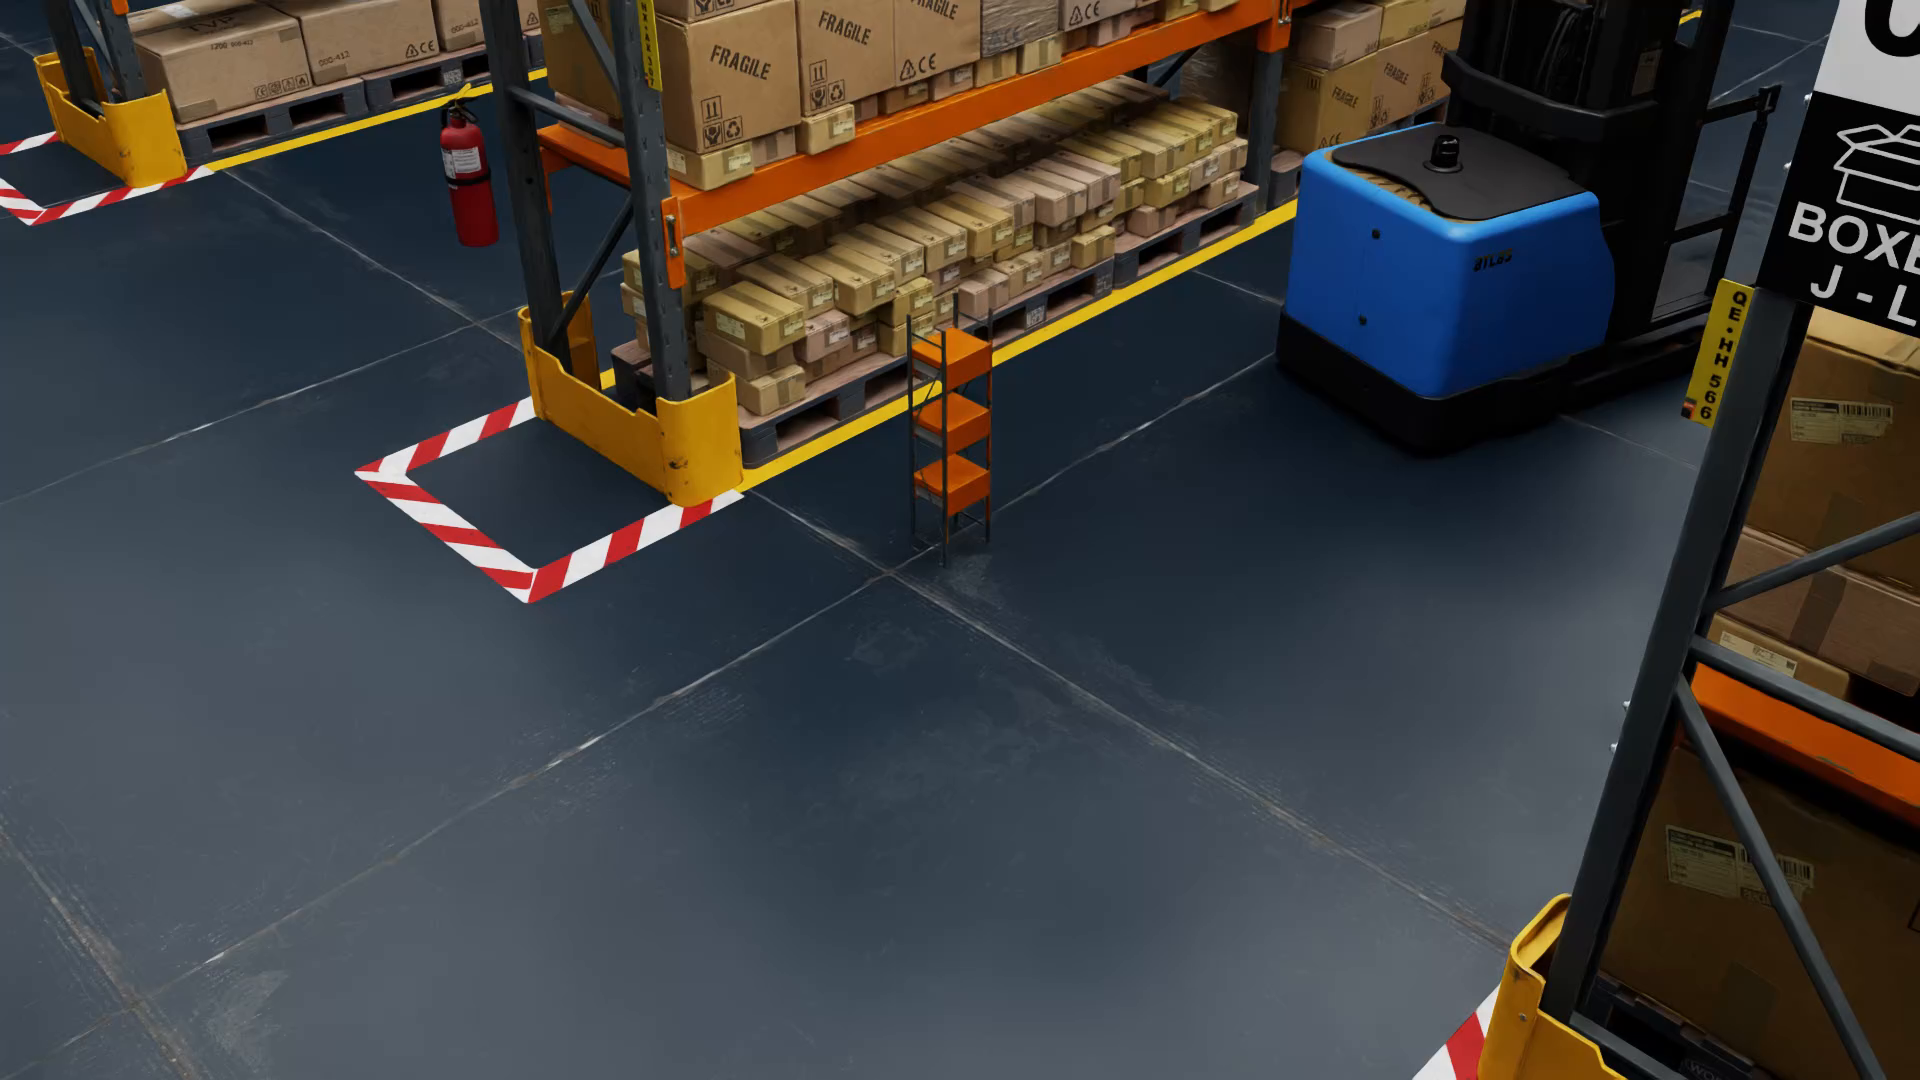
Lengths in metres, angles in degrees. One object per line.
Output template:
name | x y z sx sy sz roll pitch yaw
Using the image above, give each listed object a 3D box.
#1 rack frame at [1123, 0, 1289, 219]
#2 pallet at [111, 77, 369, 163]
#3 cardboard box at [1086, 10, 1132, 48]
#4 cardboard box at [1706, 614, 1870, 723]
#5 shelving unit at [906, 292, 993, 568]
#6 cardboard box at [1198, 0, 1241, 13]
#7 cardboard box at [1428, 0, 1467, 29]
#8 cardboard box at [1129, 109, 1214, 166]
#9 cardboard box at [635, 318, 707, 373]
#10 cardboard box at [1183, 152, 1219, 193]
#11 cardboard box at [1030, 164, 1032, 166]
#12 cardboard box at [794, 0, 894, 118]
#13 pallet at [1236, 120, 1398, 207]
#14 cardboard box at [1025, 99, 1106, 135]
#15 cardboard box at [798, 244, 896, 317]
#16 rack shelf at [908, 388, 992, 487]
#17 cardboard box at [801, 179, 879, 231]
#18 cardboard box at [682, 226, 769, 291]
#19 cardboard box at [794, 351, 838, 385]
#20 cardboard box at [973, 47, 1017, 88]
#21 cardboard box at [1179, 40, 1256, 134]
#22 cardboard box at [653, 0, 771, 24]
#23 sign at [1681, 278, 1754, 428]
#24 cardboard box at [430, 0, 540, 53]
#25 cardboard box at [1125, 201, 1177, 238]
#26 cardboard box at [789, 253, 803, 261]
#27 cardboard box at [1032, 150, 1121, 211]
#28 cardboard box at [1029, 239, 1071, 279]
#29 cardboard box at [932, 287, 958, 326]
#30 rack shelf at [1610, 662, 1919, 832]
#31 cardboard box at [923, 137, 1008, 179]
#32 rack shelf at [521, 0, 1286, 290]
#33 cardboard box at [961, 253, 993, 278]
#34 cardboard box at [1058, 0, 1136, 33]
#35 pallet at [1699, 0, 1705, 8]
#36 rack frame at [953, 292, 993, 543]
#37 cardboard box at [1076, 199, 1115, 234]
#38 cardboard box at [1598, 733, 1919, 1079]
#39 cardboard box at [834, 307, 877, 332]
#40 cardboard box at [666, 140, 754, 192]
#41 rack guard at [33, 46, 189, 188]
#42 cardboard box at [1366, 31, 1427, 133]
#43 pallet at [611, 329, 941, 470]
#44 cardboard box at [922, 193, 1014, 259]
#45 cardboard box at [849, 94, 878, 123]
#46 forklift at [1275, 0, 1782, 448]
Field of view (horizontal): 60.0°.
rack frame | 1.330 -3.248 8.785 1.000 3.000 0.127 30 45 35
pallet | -4.564 -2.790 10.566 1.003 0.211 1.213 30 45 35
cardboard box | 0.591 -2.484 7.910 0.380 0.149 0.250 27 43 34
cardboard box | 1.978 0.242 4.001 0.250 0.149 0.380 -29 44 -35
shelving unit | -0.038 -0.409 6.419 0.215 1.050 0.252 30 45 35
cardboard box | 1.191 -2.786 8.342 0.380 0.149 0.250 28 44 34
cardboard box | 2.774 -3.318 10.048 0.500 0.250 0.500 -28 44 -34
cardboard box | 1.112 -2.126 8.781 0.250 0.149 0.380 -29 44 -35
cardboard box | -1.265 -0.925 7.579 0.250 0.149 0.380 -29 44 -35
cardboard box | 1.152 -2.002 8.863 0.380 0.149 0.250 27 43 33
cardboard box | 0.395 -1.994 8.852 0.380 0.149 0.250 27 43 33
cardboard box | -0.617 -2.085 6.771 0.500 0.500 0.500 30 45 35
pallet | 1.877 -2.421 10.036 1.003 0.211 1.213 30 45 35
cardboard box | 0.561 -2.228 8.927 0.380 0.149 0.250 29 44 35
cardboard box | -0.501 -1.158 7.393 0.380 0.149 0.250 29 44 35
rack shelf | -0.038 -0.400 6.425 0.215 0.259 0.240 30 45 35
cardboard box | -0.608 -1.634 8.076 0.250 0.149 0.380 -28 44 -34
cardboard box | -1.077 -1.267 7.549 0.250 0.149 0.380 -29 44 -35
cardboard box | -0.766 -0.850 7.471 0.380 0.149 0.250 29 44 35
cardboard box | 0.036 -2.174 7.465 0.250 0.149 0.380 -28 44 -34
cardboard box | 1.673 -2.797 9.956 0.500 0.500 0.500 29 44 35
cardboard box | -0.984 -2.272 6.165 0.500 0.500 0.500 29 44 35
sign | 1.585 -0.380 3.454 0.100 0.325 0.005 30 45 35
cardboard box | -3.403 -3.748 11.374 0.875 0.438 0.875 28 44 34
cardboard box | 0.913 -1.749 8.761 0.380 0.149 0.250 28 44 34
cardboard box | -0.954 -1.290 7.842 0.380 0.149 0.250 28 43 34
cardboard box | 0.578 -1.801 8.315 0.380 0.149 0.250 27 43 33
cardboard box | 0.335 -1.455 8.339 0.250 0.149 0.380 -29 44 -35
cardboard box | -0.226 -1.155 7.909 0.380 0.149 0.250 30 45 35
rack shelf | 3.369 -0.101 4.901 1.077 0.370 4.000 30 45 35
cardboard box | 0.023 -1.899 8.455 0.380 0.149 0.250 28 43 34
rack shelf | -0.079 -2.141 7.826 1.077 0.370 4.000 30 45 35
cardboard box | -0.055 -1.415 8.021 0.250 0.149 0.380 -27 43 -33
cardboard box | 0.472 -2.689 7.636 0.500 0.500 0.500 29 44 35
pallet | 5.617 -4.510 13.033 1.003 0.211 1.213 30 45 35
rack frame | 0.048 -0.458 6.490 0.200 1.050 0.008 30 45 35
cardboard box | 0.564 -1.712 8.448 0.250 0.149 0.380 -29 44 -35
cardboard box | 2.354 0.823 4.438 0.875 0.875 0.875 30 45 35
cardboard box | -0.594 -1.082 7.544 0.250 0.149 0.380 -29 44 -35
cardboard box | -1.027 -1.520 6.527 0.380 0.149 0.250 29 44 35
rack guard | -5.089 -2.543 9.959 1.175 0.500 0.348 30 45 35
cardboard box | 2.410 -2.803 9.965 0.500 0.500 0.500 -28 43 -34
pallet | -0.837 -0.827 7.751 1.003 0.211 1.213 30 45 35
cardboard box | 0.035 -1.489 7.868 0.250 0.149 0.380 -29 44 -35
cardboard box | -0.564 -1.888 7.055 0.250 0.149 0.380 -28 43 -34
forklift | 3.028 -2.217 7.366 3.031 2.935 1.130 -19 39 -24
